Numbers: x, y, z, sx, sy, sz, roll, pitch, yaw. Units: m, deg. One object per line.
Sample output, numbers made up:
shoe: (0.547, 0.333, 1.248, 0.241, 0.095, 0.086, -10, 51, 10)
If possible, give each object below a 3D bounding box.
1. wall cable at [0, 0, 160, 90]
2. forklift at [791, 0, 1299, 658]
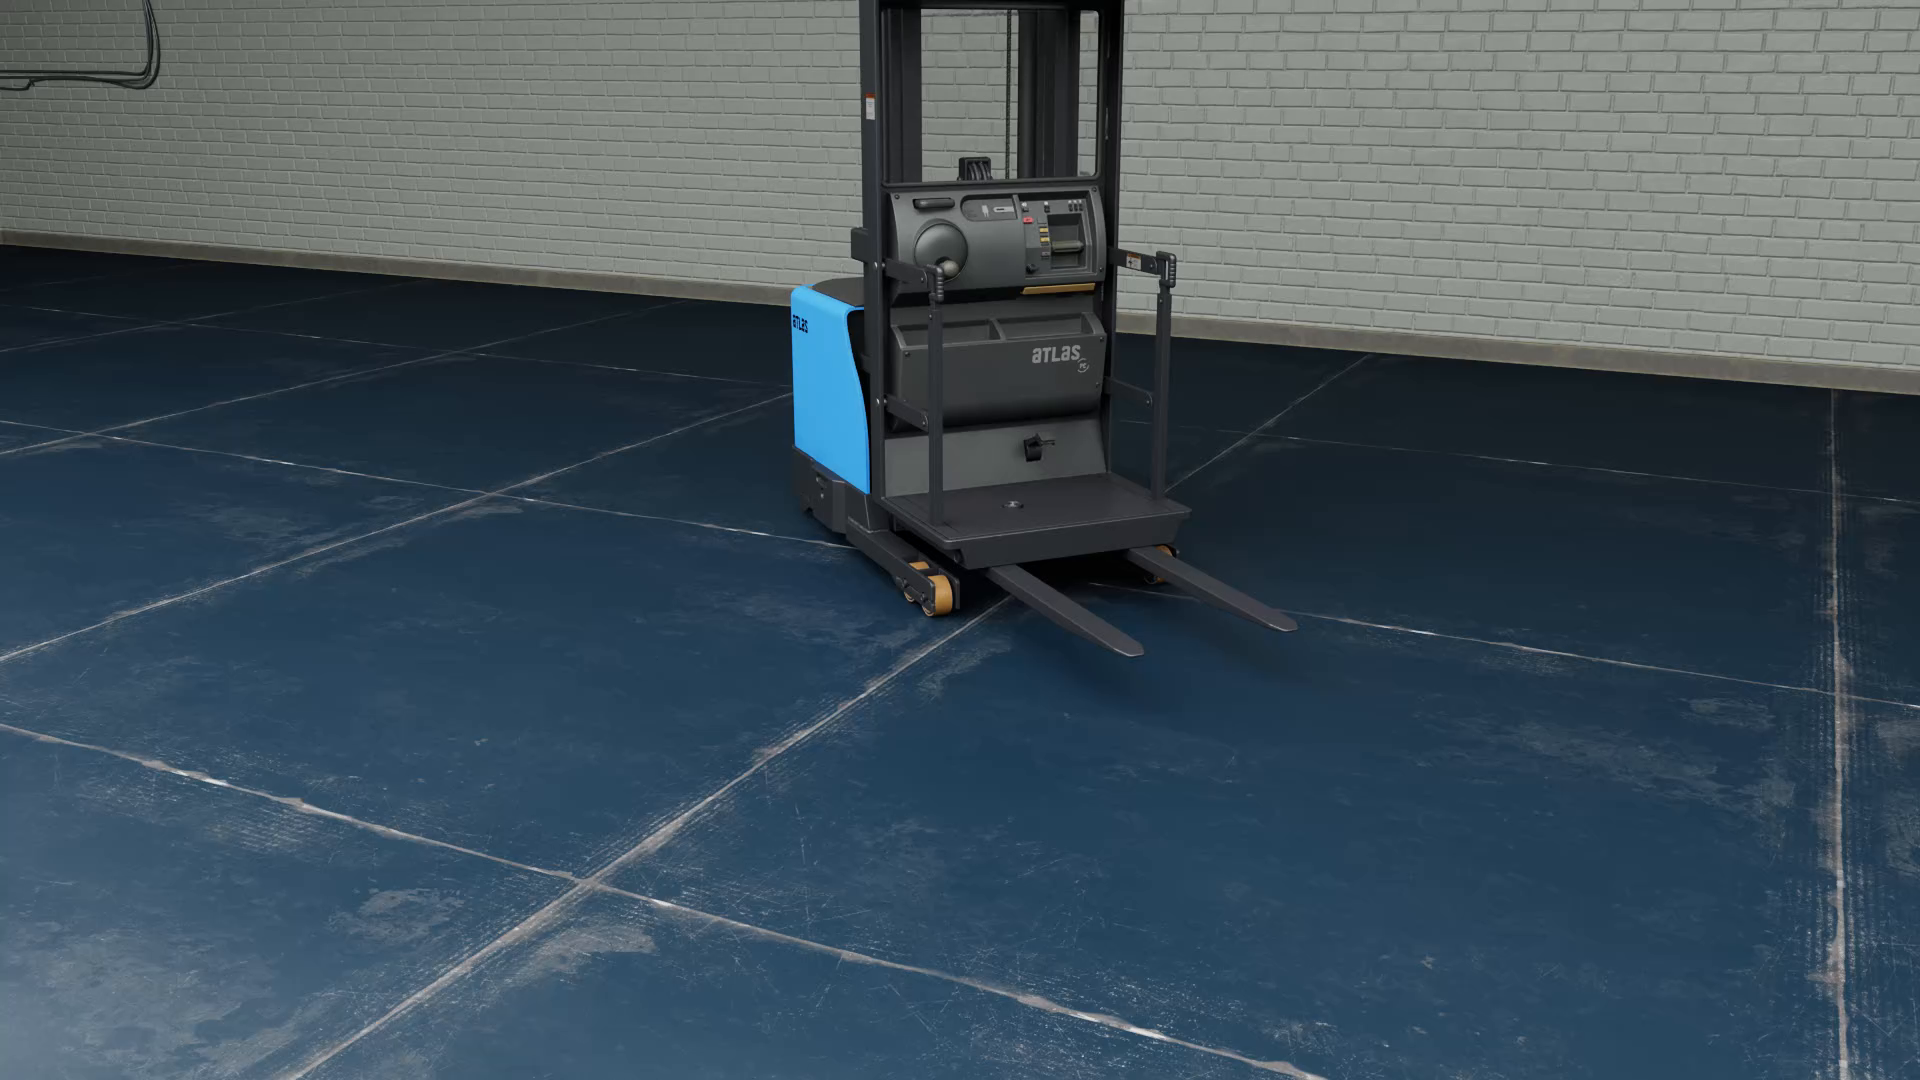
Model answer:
wall cable: (-9.522, -5.969, 17.270, 3.097, 2.526, 0.112, 8, 18, 25)
forklift: (0.252, -1.242, 6.560, 1.130, 2.935, 3.031, -7, 18, -23)
